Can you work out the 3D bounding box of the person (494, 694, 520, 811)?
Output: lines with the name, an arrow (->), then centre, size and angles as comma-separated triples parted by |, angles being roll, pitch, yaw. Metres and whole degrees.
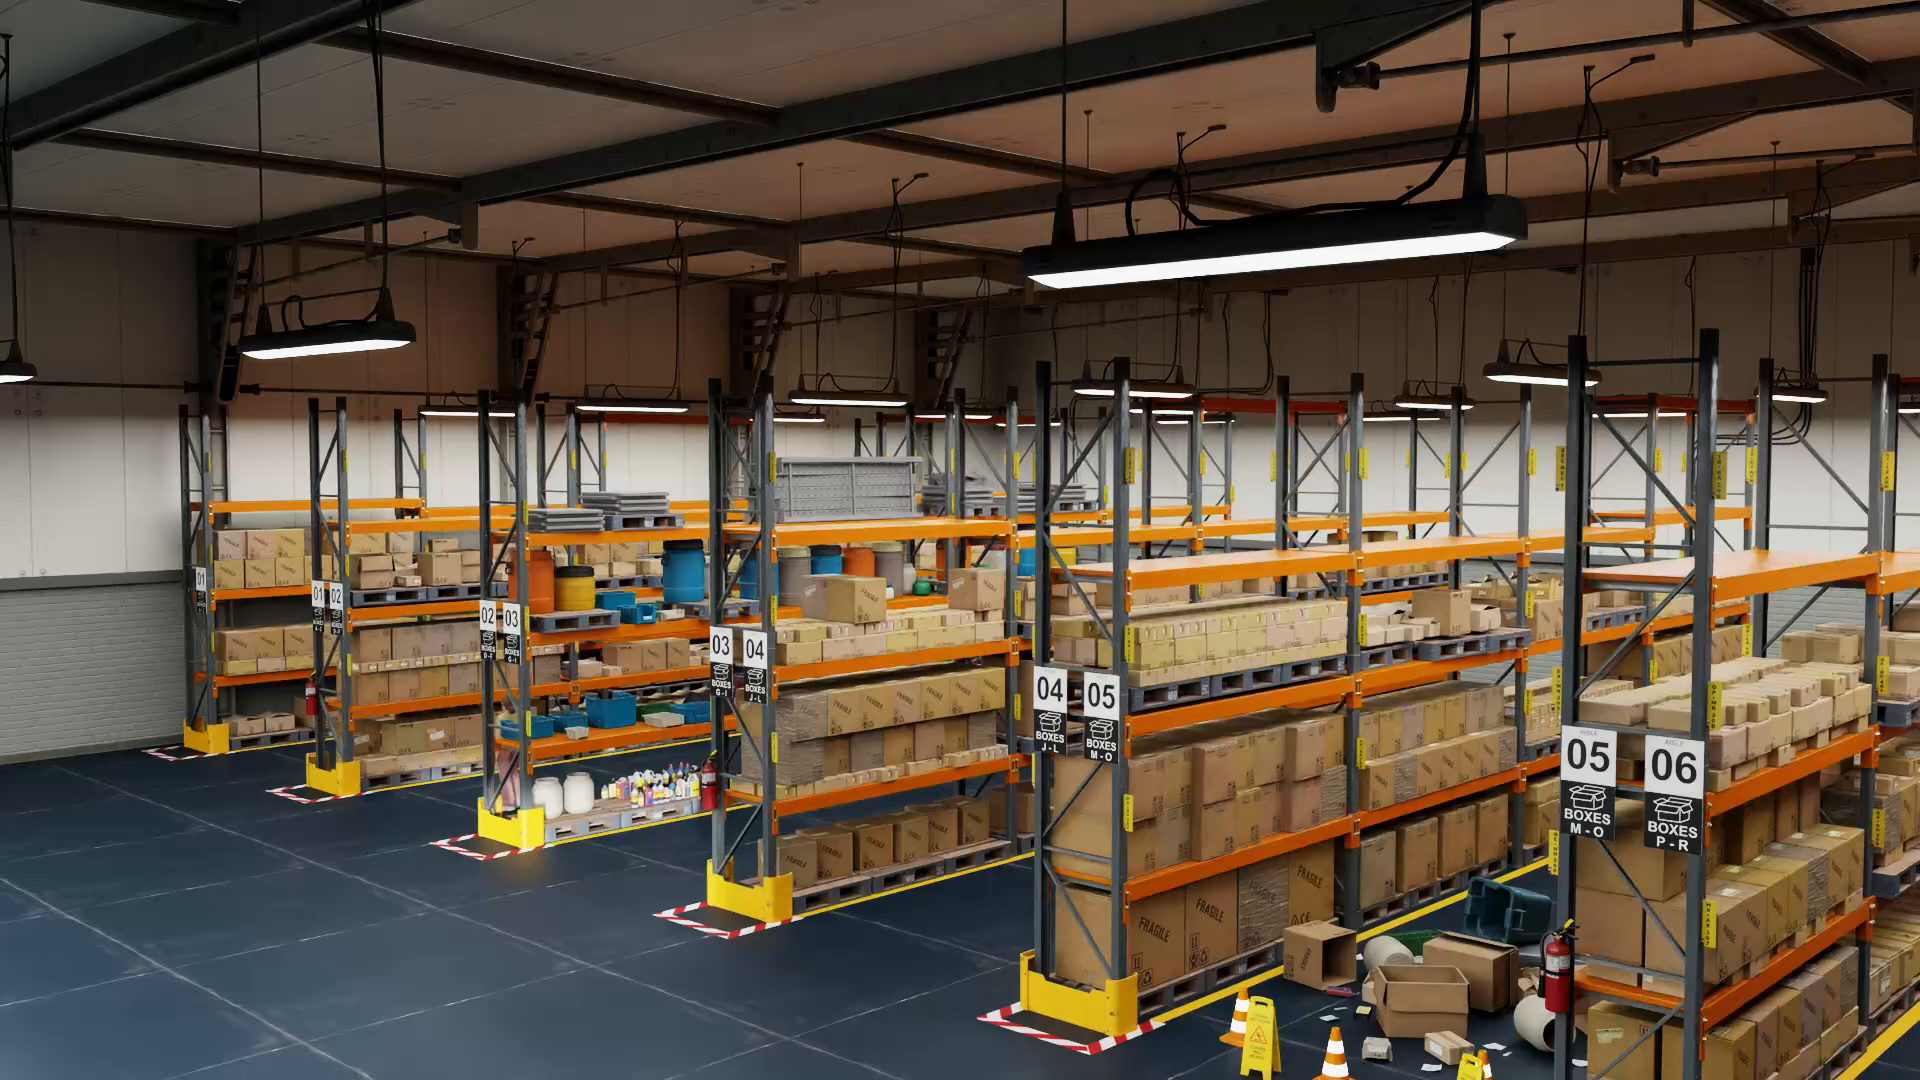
person -> -6.516, 3.076, 23.954 | 0.352, 1.710, 0.534 | 2, 4, 35
